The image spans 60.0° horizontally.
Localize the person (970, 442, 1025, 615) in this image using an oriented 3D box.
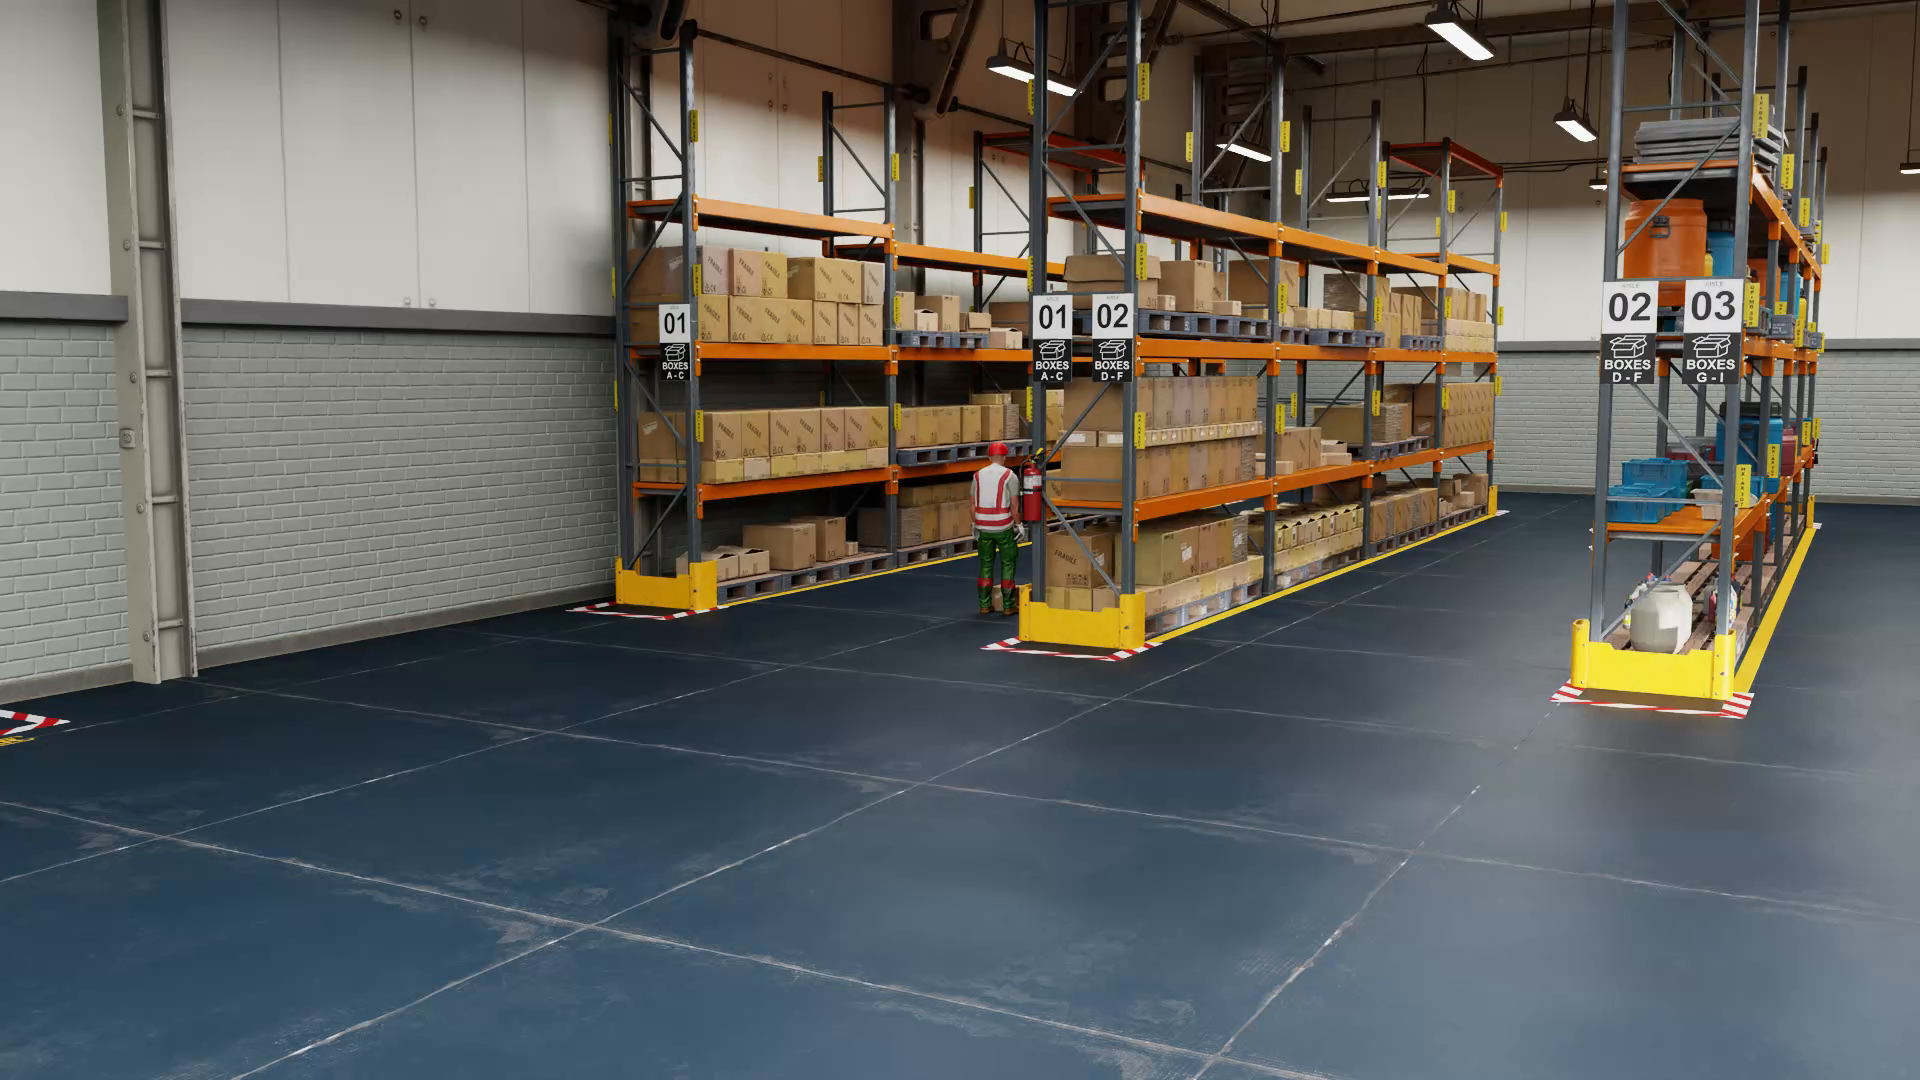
[{"bbox_3d":[0.389,-0.125,17.243,0.603,1.775,0.451,3,7,28],"label":"person"}]
